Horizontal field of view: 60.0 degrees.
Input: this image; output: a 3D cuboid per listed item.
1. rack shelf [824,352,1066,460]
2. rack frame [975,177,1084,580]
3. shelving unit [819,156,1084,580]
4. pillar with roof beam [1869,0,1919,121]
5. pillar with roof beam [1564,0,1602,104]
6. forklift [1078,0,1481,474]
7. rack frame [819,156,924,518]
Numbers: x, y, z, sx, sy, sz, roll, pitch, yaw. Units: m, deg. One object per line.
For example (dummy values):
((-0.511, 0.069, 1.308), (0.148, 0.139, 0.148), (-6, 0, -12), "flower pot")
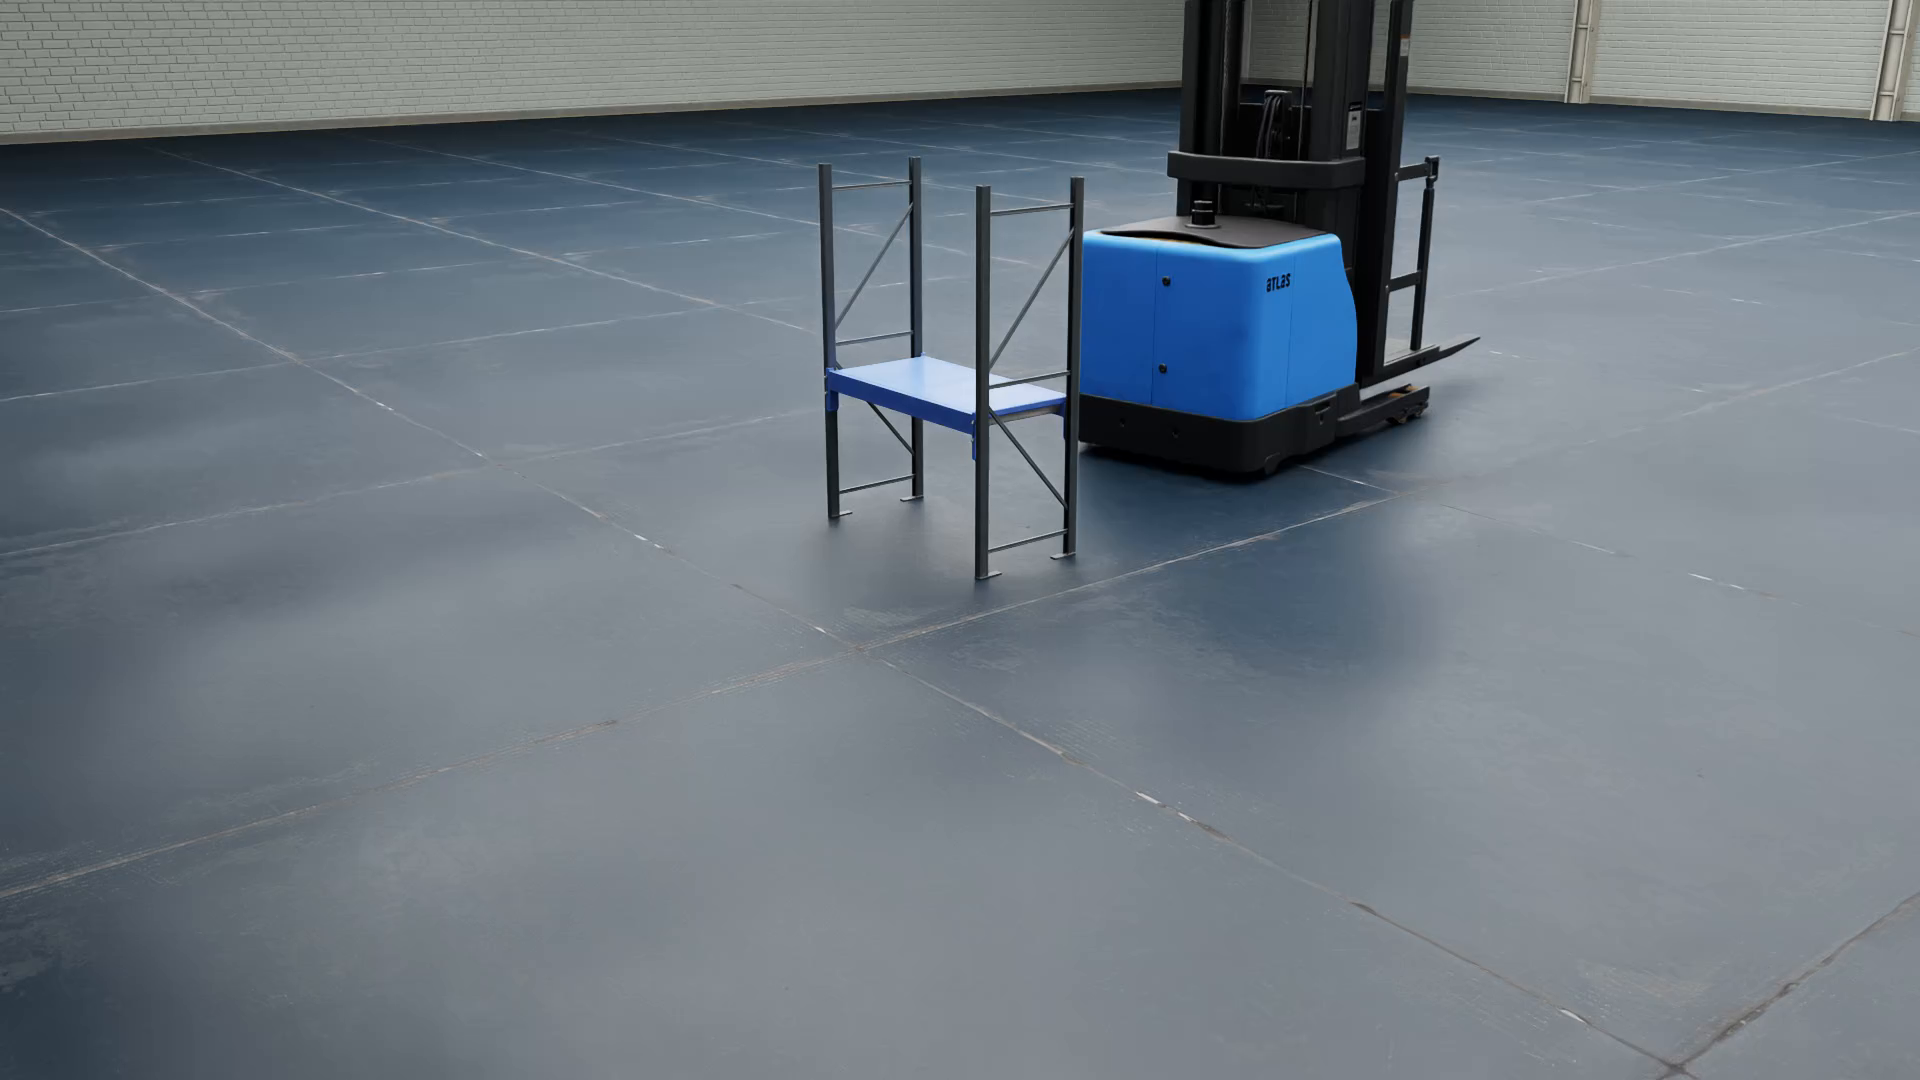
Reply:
((-0.053, -0.562, 6.788), (0.538, 0.185, 1.000), (-14, 23, -36), "rack shelf")
((0.263, -0.608, 6.354), (0.500, 1.500, 0.032), (-14, 23, -36), "rack frame")
((-0.053, -0.733, 6.732), (0.538, 1.500, 1.048), (-14, 23, -36), "shelving unit")
((12.789, -10.769, 25.110), (9.100, 9.000, 0.400), (-14, 23, -36), "pillar with roof beam")
((9.064, -12.247, 29.575), (9.100, 9.000, 0.400), (-14, 23, -36), "pillar with roof beam")
((1.860, -2.090, 8.552), (1.130, 2.935, 3.031), (15, 23, 37), "forklift")
((-0.369, -0.858, 7.110), (0.500, 1.500, 0.032), (-14, 23, -36), "rack frame")
